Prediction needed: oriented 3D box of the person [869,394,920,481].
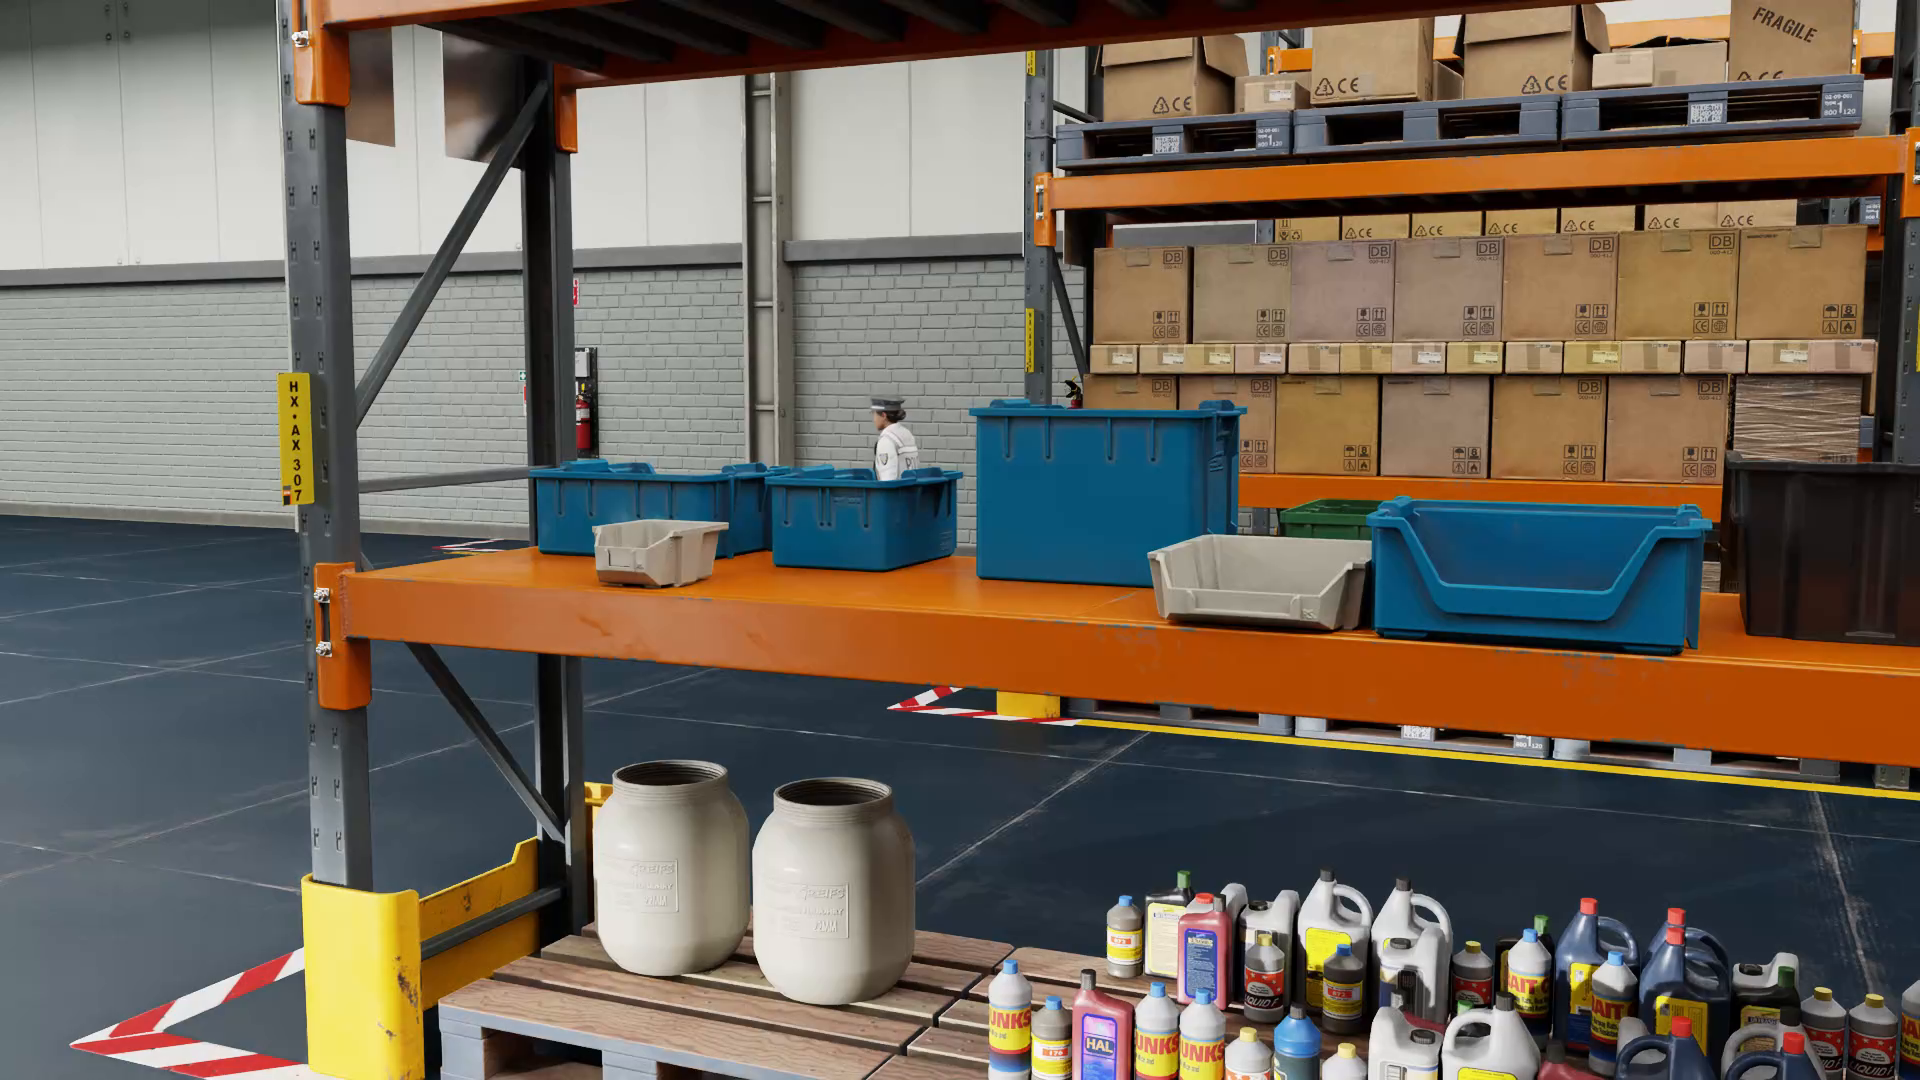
[{"bbox_3d":[-0.459,-0.198,11.751,0.371,1.663,0.522,2,6,21],"label":"person"}]
